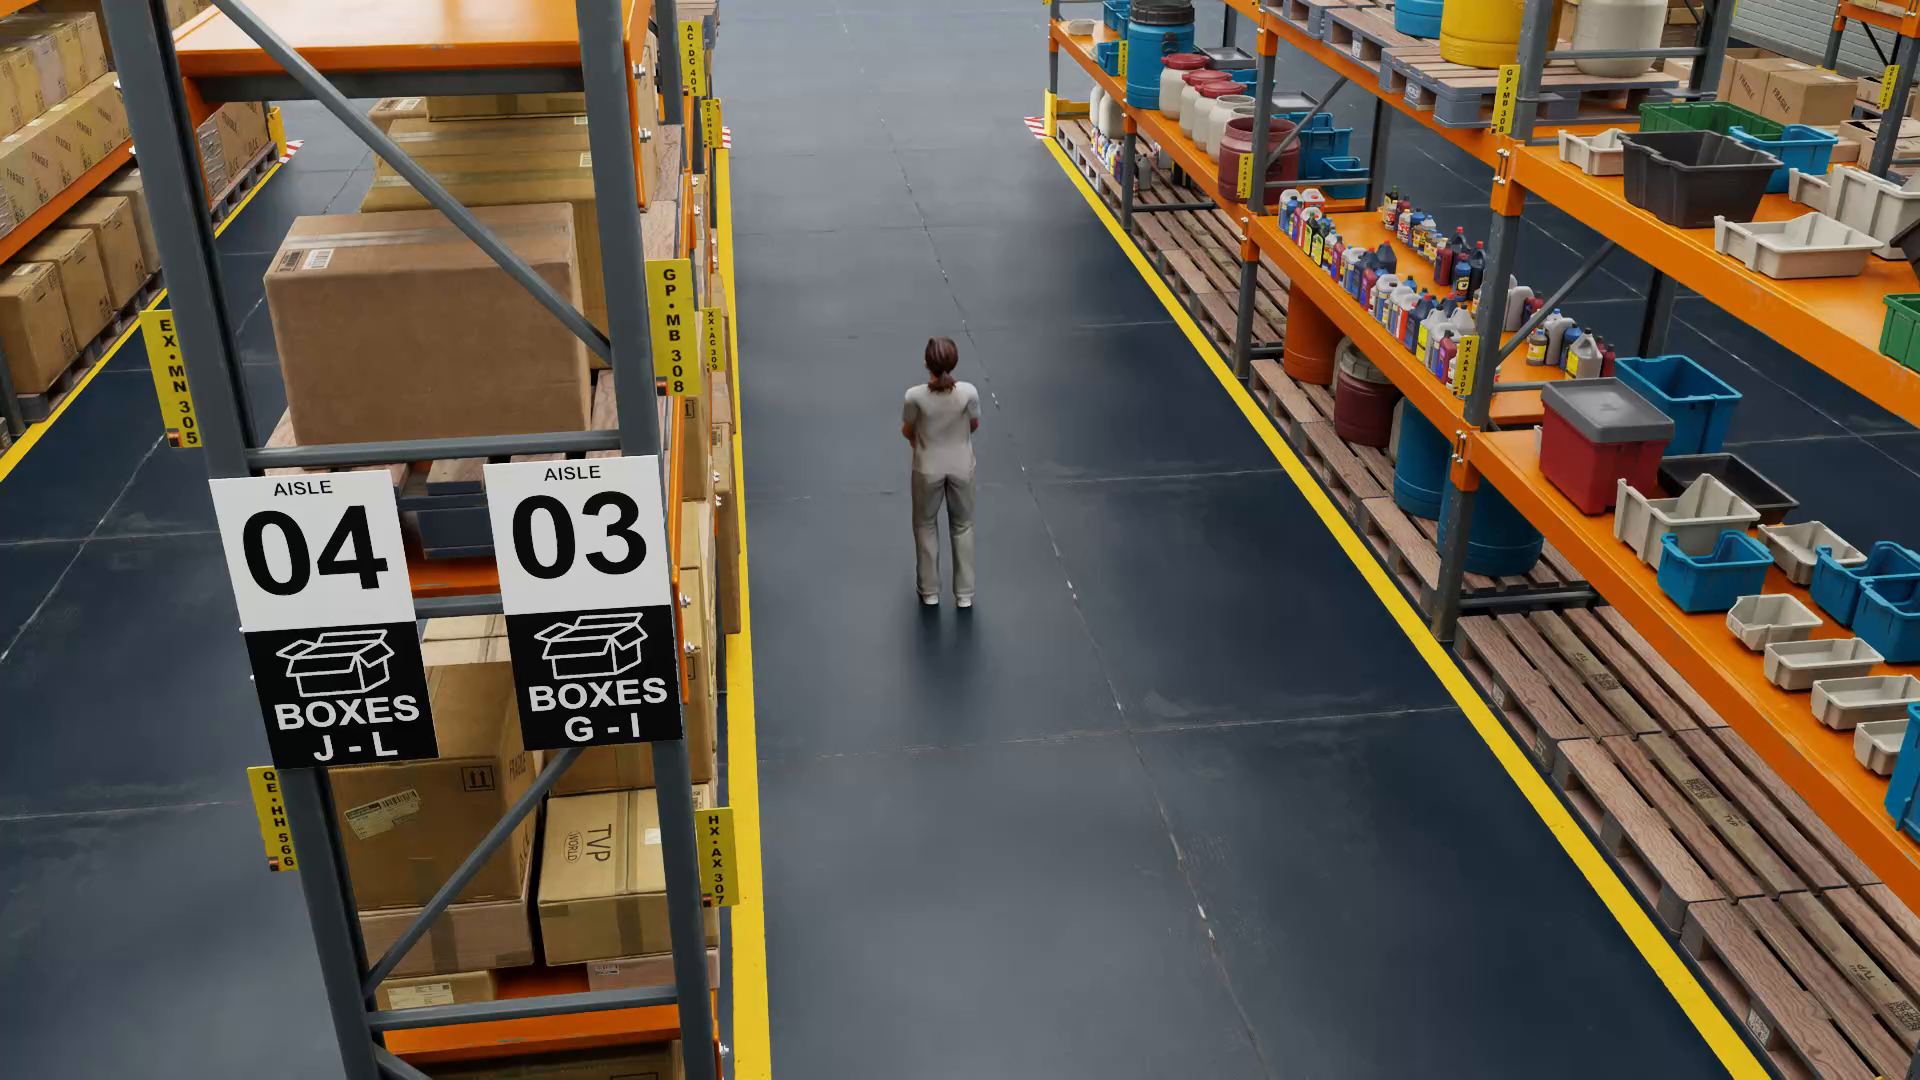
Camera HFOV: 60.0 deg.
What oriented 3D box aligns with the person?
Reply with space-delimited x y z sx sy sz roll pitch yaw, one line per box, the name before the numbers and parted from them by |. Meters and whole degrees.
person | -0.112 -0.394 9.435 0.442 1.627 0.549 -4 27 -7
